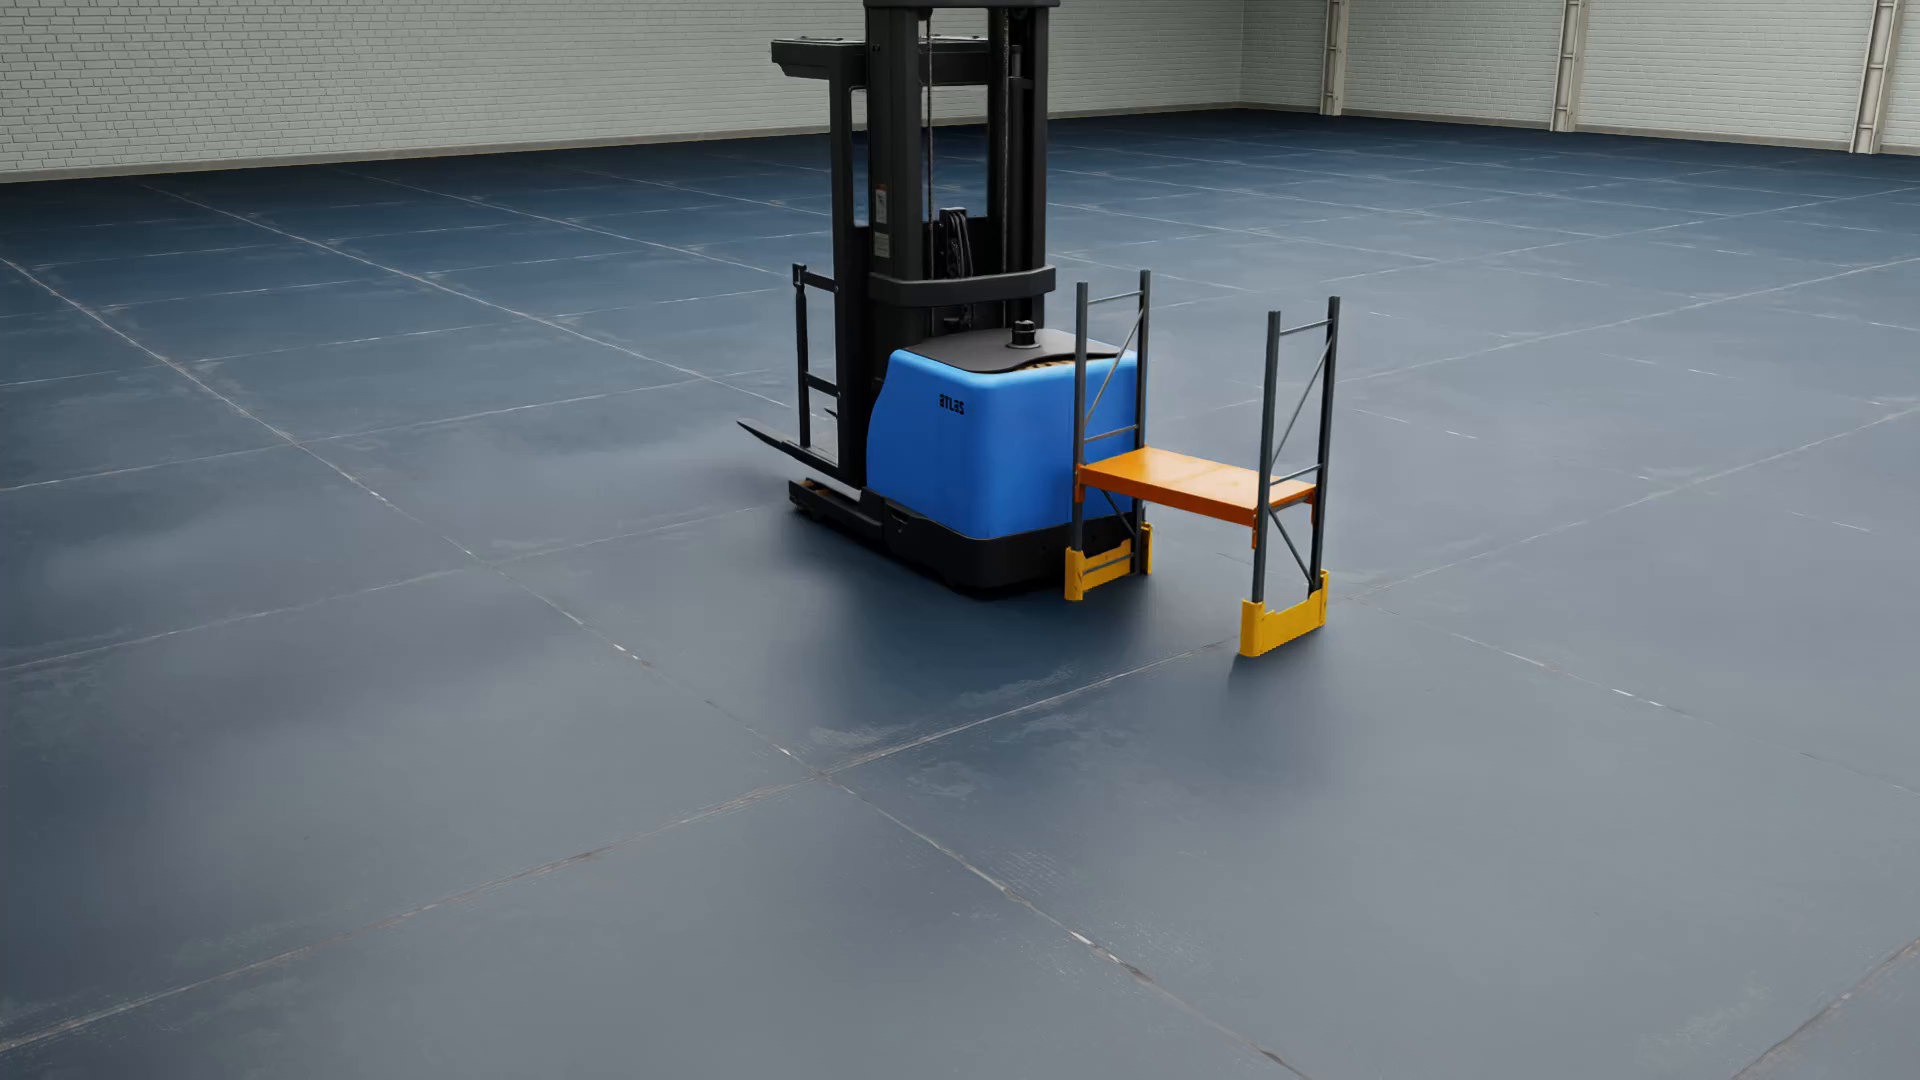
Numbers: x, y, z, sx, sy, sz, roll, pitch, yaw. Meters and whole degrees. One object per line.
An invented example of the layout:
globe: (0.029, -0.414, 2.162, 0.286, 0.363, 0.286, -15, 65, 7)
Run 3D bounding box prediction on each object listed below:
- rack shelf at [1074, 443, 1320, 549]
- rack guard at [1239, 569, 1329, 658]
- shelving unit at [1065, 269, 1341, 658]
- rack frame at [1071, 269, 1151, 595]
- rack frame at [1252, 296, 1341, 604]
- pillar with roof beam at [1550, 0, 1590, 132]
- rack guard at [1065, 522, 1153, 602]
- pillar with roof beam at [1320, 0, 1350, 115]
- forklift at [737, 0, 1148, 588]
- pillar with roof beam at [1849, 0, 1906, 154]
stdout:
rack shelf: (1.073, -0.213, 7.554, 1.000, 0.185, 0.538, 17, 25, 41)
rack guard: (1.438, 0.319, 7.361, 0.087, 0.250, 0.587, 17, 25, 41)
shelving unit: (1.079, -0.382, 7.492, 1.083, 1.500, 0.587, 17, 25, 41)
rack frame: (0.706, -0.495, 7.832, 0.032, 1.500, 0.500, 17, 25, 41)
rack frame: (1.439, -0.274, 7.164, 0.032, 1.500, 0.500, 17, 25, 41)
pillar with roof beam: (8.902, -11.765, 29.937, 9.100, 9.000, 0.400, -14, 23, -36)
rack guard: (0.720, 0.103, 8.016, 0.087, 0.250, 0.587, 17, 25, 41)
pillar with roof beam: (5.177, -13.243, 34.402, 9.100, 9.000, 0.400, -14, 23, -36)
forklift: (-0.289, -1.575, 8.816, 1.130, 2.935, 3.031, -11, 21, -30)
pillar with roof beam: (12.628, -10.286, 25.472, 9.100, 9.000, 0.400, -14, 23, -36)
